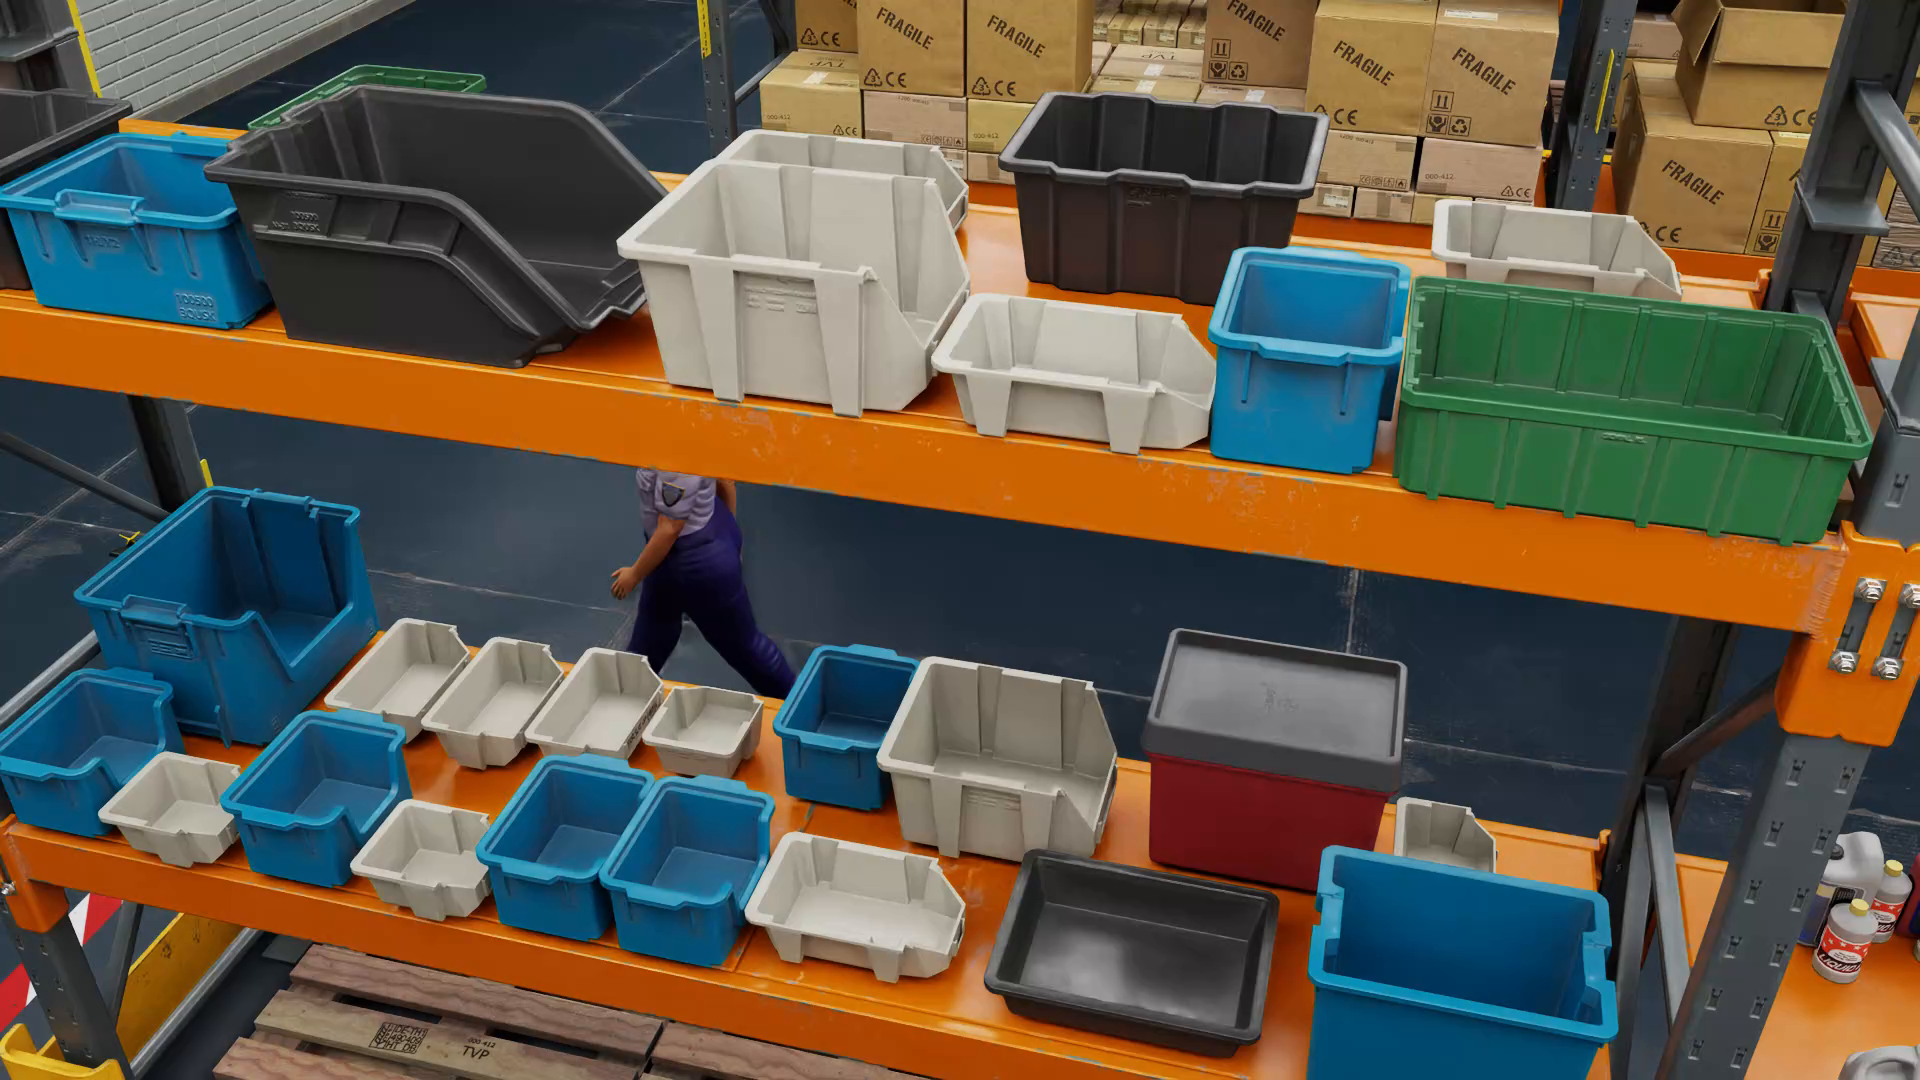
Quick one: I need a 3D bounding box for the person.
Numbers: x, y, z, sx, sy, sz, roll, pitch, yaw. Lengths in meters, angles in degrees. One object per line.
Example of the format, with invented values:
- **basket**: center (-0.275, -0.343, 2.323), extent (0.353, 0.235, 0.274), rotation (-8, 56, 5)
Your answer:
- **person**: center (-1.042, 0.045, 6.057), extent (0.973, 1.595, 0.495), rotation (-1, 33, -1)
